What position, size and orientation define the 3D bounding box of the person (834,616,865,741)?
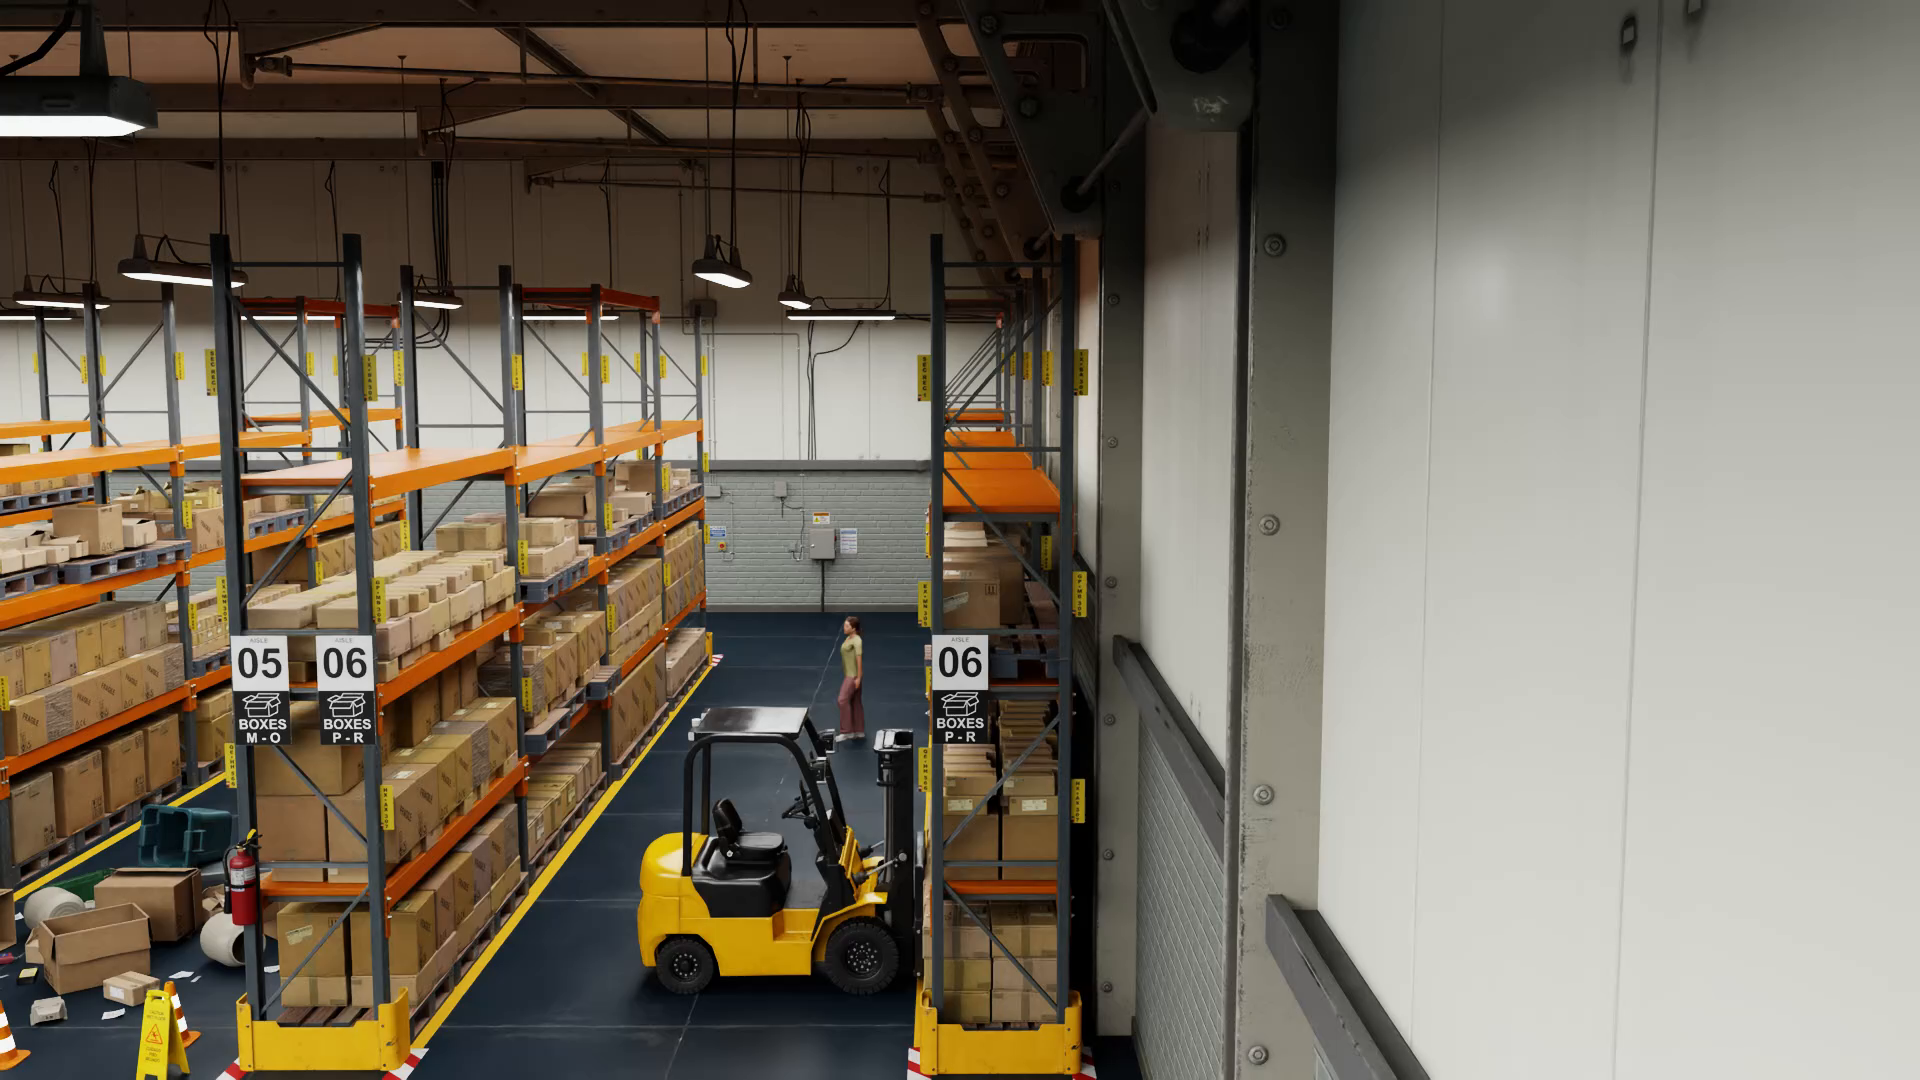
[{"bbox_3d":[-1.513,1.856,22.466,0.475,1.669,0.511,-1,6,-12],"label":"person"}]
